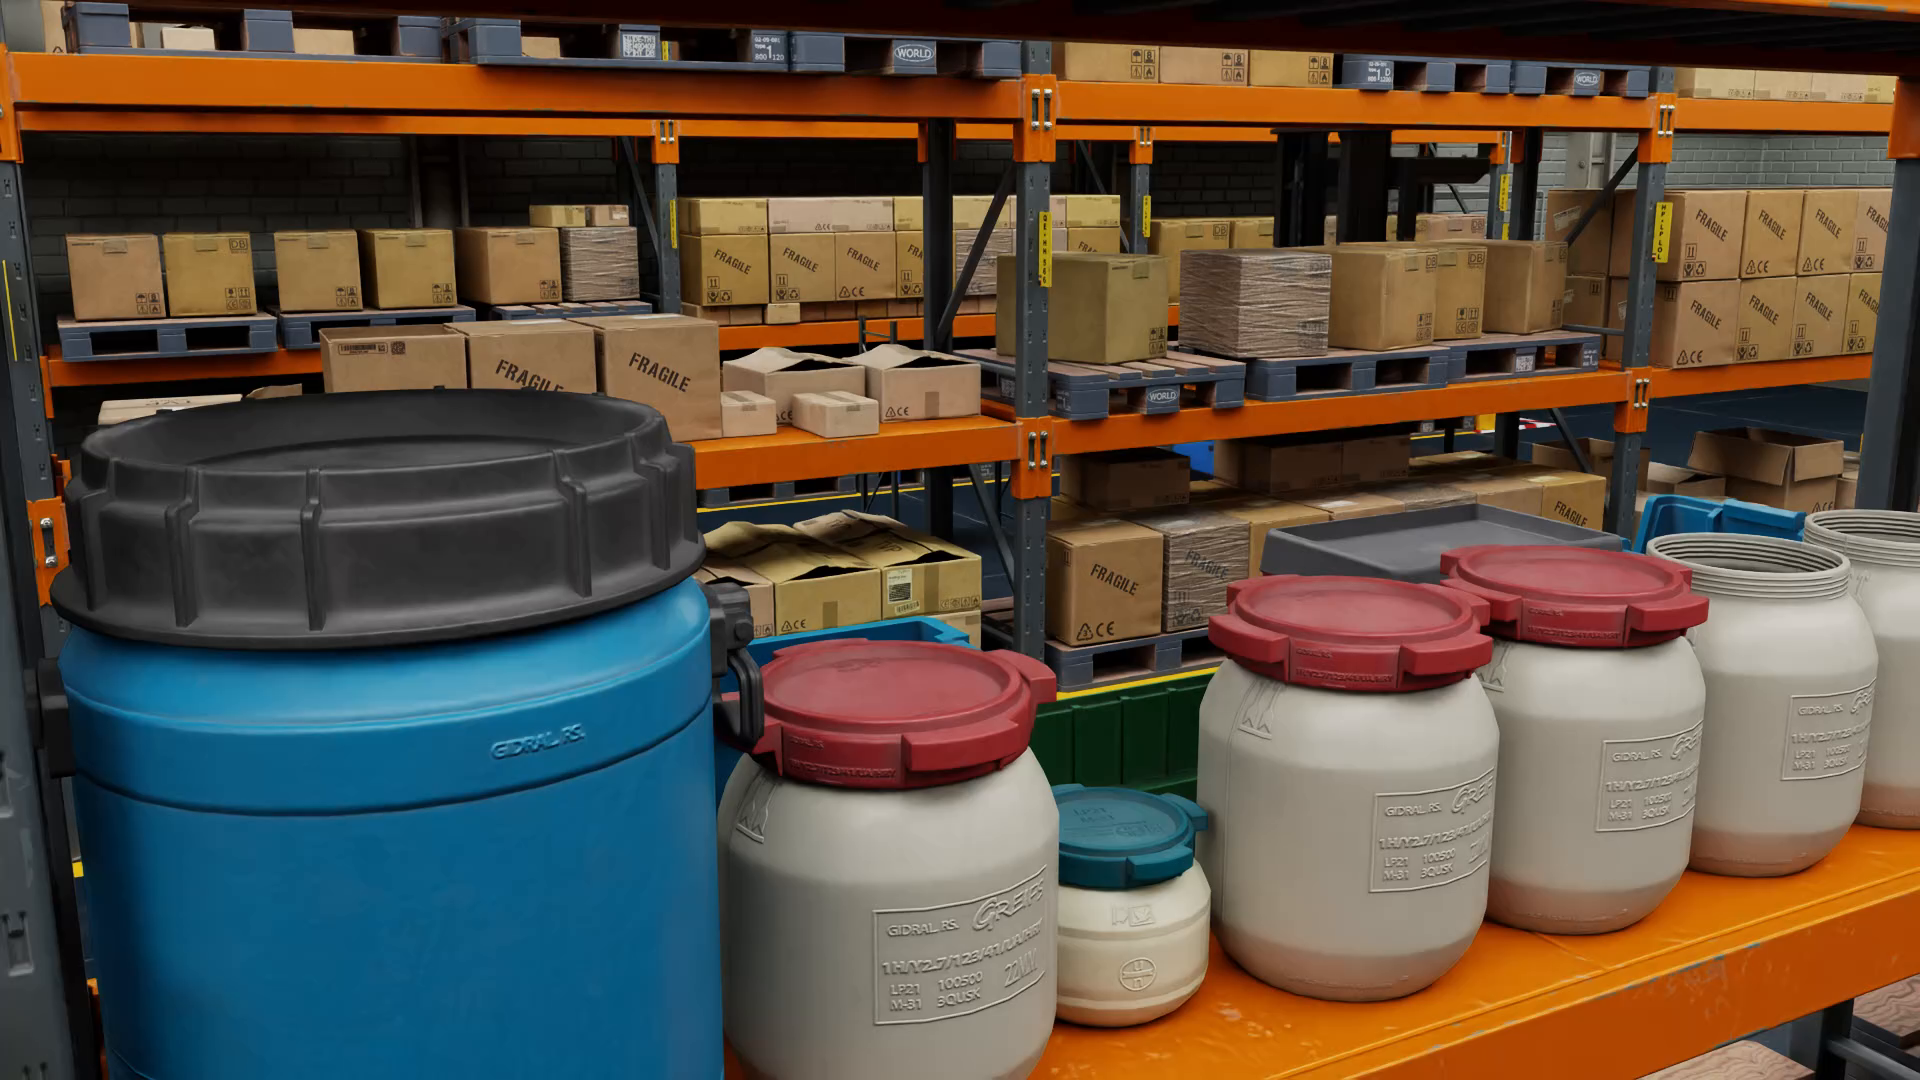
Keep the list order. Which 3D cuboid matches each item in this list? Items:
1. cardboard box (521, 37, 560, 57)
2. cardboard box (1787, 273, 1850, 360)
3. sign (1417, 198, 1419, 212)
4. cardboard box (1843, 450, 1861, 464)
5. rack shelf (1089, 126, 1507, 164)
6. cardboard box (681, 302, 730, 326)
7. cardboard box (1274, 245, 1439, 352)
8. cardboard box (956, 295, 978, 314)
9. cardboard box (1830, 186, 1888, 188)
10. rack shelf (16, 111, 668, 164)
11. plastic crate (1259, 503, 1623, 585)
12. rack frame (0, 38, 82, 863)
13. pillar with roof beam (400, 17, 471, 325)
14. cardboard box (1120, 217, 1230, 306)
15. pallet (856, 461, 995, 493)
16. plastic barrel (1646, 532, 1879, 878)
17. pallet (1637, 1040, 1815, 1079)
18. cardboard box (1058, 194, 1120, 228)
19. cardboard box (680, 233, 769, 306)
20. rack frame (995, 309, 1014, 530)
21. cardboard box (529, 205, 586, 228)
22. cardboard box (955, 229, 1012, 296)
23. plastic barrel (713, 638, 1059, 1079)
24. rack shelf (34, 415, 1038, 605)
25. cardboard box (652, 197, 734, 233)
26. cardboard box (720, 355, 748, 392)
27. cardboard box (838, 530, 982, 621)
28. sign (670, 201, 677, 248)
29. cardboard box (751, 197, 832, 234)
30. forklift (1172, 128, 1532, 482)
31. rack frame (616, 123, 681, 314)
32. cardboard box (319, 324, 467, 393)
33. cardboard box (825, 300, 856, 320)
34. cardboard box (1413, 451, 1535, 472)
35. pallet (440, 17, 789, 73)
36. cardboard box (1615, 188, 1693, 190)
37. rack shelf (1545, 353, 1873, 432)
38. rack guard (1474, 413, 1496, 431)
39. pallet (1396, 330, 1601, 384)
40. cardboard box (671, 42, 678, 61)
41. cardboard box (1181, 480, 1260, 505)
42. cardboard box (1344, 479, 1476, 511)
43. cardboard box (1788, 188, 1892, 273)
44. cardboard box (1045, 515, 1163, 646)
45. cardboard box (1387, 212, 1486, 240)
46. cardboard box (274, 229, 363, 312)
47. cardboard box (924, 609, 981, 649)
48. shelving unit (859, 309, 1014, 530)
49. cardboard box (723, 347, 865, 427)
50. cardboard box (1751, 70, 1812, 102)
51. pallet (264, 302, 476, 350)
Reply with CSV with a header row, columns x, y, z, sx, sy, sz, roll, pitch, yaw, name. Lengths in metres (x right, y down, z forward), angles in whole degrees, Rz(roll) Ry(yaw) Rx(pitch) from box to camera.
x,y,z,sx,sy,sz,roll,pitch,yaw,name
-3.012,-3.269,11.696,0.500,0.500,0.500,-7,14,-28,cardboard box
5.084,-1.401,10.276,0.500,0.500,0.500,-7,14,-28,cardboard box
4.492,-3.188,16.292,0.005,0.325,0.100,-7,14,-28,sign
6.077,-0.483,11.686,0.500,0.250,0.500,-7,14,-28,cardboard box
2.997,-3.522,14.732,4.000,0.370,1.077,-7,14,-28,rack shelf
-1.869,-1.655,12.159,0.250,0.149,0.380,-7,14,-29,cardboard box
2.097,-1.301,8.872,0.500,0.500,0.700,-12,17,-42,cardboard box
-0.056,-1.871,13.116,0.250,0.149,0.380,-7,15,-29,cardboard box
6.158,-2.150,11.324,0.500,0.500,0.500,-7,14,-27,cardboard box
-4.025,-2.680,10.993,4.000,0.370,1.077,-7,14,-28,rack shelf
0.913,0.211,3.194,0.583,0.464,0.402,-7,14,-28,plastic crate
-3.403,-0.403,6.068,0.127,3.000,1.000,-7,14,-28,rack frame
-1.762,-3.905,7.966,0.400,9.000,9.100,-7,14,-28,pillar with roof beam
1.726,-2.399,14.255,0.700,0.700,0.980,-7,14,-27,cardboard box
-0.472,-0.614,13.355,1.213,0.211,1.003,-7,14,-28,pallet
1.307,0.270,2.821,0.421,0.512,0.421,0,13,0,plastic barrel
1.779,1.566,3.672,1.213,0.211,1.003,-7,14,-28,pallet
0.954,-2.670,13.482,0.500,0.250,0.500,-6,14,-26,cardboard box
-1.720,-1.983,12.140,0.500,0.500,0.500,-6,14,-26,cardboard box
0.371,-0.776,11.142,0.032,1.500,0.500,-7,14,-28,rack frame
-2.833,-2.279,11.697,0.250,0.149,0.380,-10,16,-37,cardboard box
0.069,-2.199,13.096,0.500,0.500,0.500,-7,14,-28,cardboard box
-0.089,0.427,2.069,0.433,0.535,0.433,0,13,0,plastic barrel
-1.648,-0.262,7.082,4.000,0.370,1.077,-7,14,-28,rack shelf
-1.996,-2.445,12.484,0.500,0.250,0.500,-6,14,-26,cardboard box
-1.561,-0.986,12.599,0.750,0.750,0.750,-7,14,-29,cardboard box
-0.234,0.142,7.676,0.500,0.311,0.500,-6,14,-26,cardboard box
-2.001,-2.201,11.599,0.005,0.325,0.100,-7,14,-28,sign
-1.276,-2.402,12.293,0.500,0.250,0.500,-7,14,-29,cardboard box
3.100,-1.744,12.185,3.031,2.935,1.130,-6,14,-25,forklift
-2.269,-1.778,12.178,0.127,3.000,1.000,-7,14,-28,rack frame
-2.259,-0.585,6.648,0.500,0.500,0.500,-6,14,-24,cardboard box
-0.985,-1.771,12.673,0.250,0.149,0.380,-6,14,-27,cardboard box
3.077,-0.236,10.016,0.500,0.500,0.500,-8,15,-30,cardboard box
-1.426,-1.988,6.710,1.213,0.211,1.003,-6,14,-25,pallet
4.387,-1.939,10.387,0.500,0.500,0.500,-7,15,-29,cardboard box
5.374,-1.104,10.822,4.000,0.370,1.077,-7,14,-28,rack shelf
4.774,-1.403,16.203,0.348,0.500,1.175,-7,14,-28,rack guard
2.865,-1.088,9.549,1.213,0.211,1.003,-7,14,-28,pallet
-1.879,-3.566,12.061,0.500,0.500,0.700,-8,15,-32,cardboard box
1.270,-0.017,9.044,0.500,0.500,0.500,-7,15,-30,cardboard box
2.444,-0.030,9.100,0.500,0.500,0.500,-7,14,-27,cardboard box
5.524,-1.939,10.390,0.500,0.500,0.500,-6,14,-26,cardboard box
0.644,0.188,8.132,0.500,0.500,0.500,-6,14,-25,cardboard box
4.310,-2.710,15.638,0.700,0.700,0.980,-6,14,-25,cardboard box
-4.260,-1.800,11.047,0.500,0.500,0.700,-5,14,-20,cardboard box
-0.237,0.415,7.739,0.500,0.250,0.500,-6,14,-27,cardboard box
-0.075,-0.723,10.905,1.048,1.500,0.538,-7,14,-28,shelving unit
-0.770,-0.724,7.695,0.500,0.311,0.500,-7,14,-29,cardboard box
4.605,-2.690,9.740,0.500,0.250,0.500,-7,14,-28,cardboard box
-3.987,-1.468,11.239,1.213,0.211,1.003,-7,14,-28,pallet
